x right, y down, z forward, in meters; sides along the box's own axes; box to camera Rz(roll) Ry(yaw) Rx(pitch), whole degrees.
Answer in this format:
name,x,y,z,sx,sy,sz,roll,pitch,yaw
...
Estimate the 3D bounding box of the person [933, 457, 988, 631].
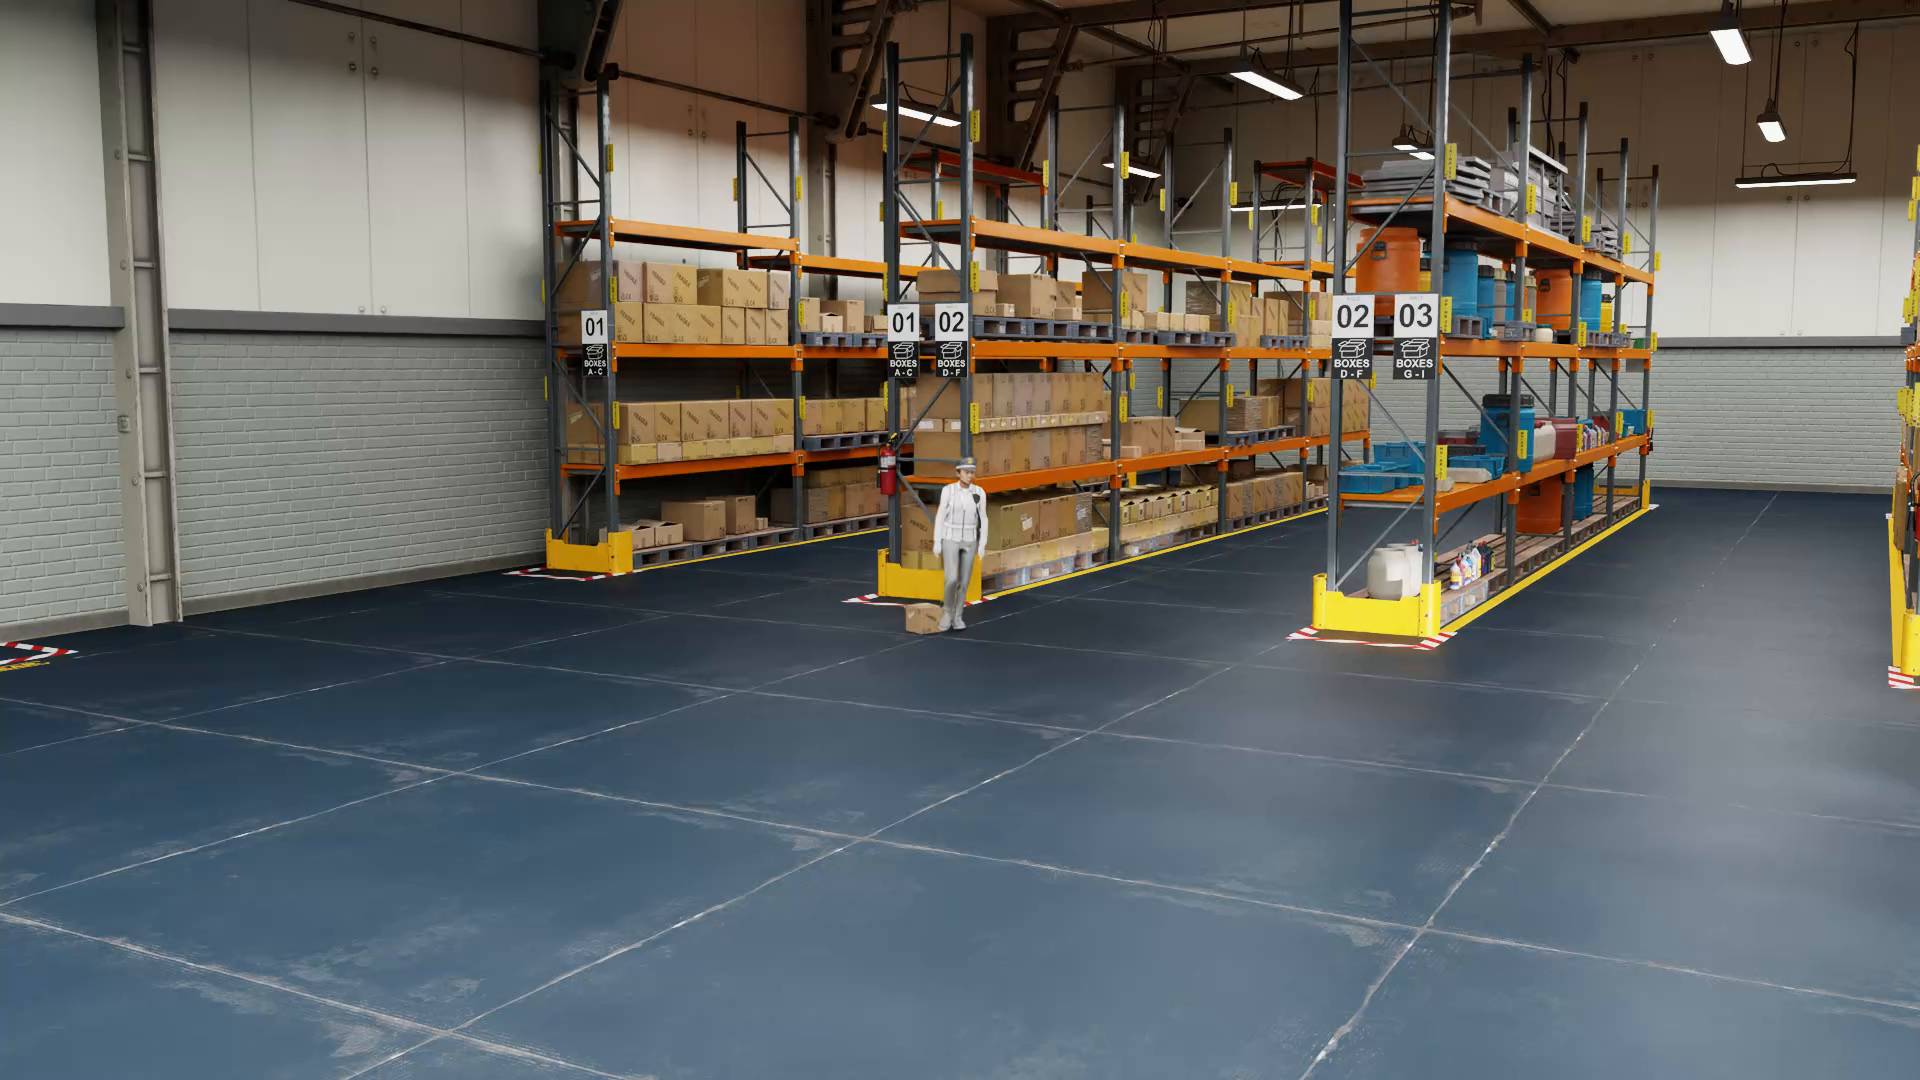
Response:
name,x,y,z,sx,sy,sz,roll,pitch,yaw
person,0.017,0.030,15.833,0.509,1.660,0.483,-2,6,-15
